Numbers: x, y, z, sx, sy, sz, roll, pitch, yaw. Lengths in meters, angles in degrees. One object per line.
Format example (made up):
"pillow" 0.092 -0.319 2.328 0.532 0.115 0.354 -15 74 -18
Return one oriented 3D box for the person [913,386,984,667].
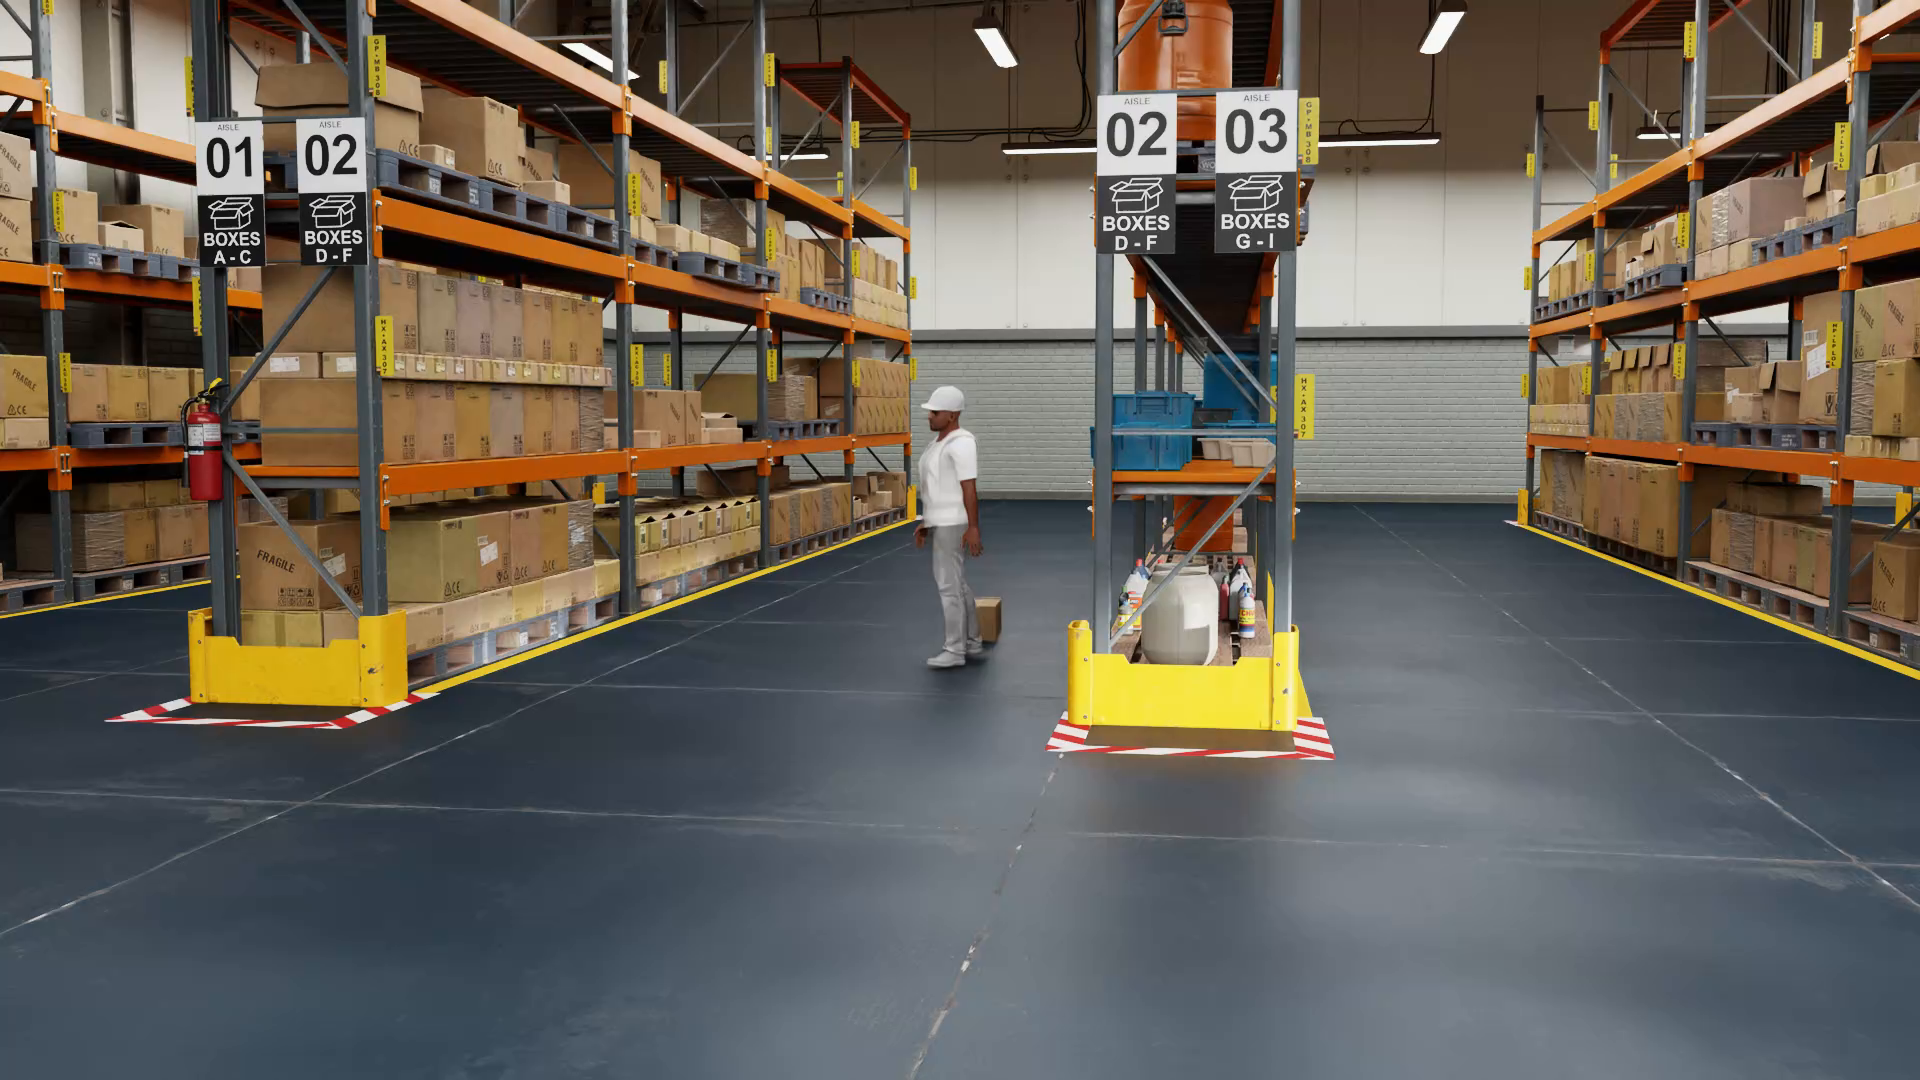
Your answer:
"person" -0.051 -0.097 10.649 0.468 1.764 0.707 -1 5 -12
